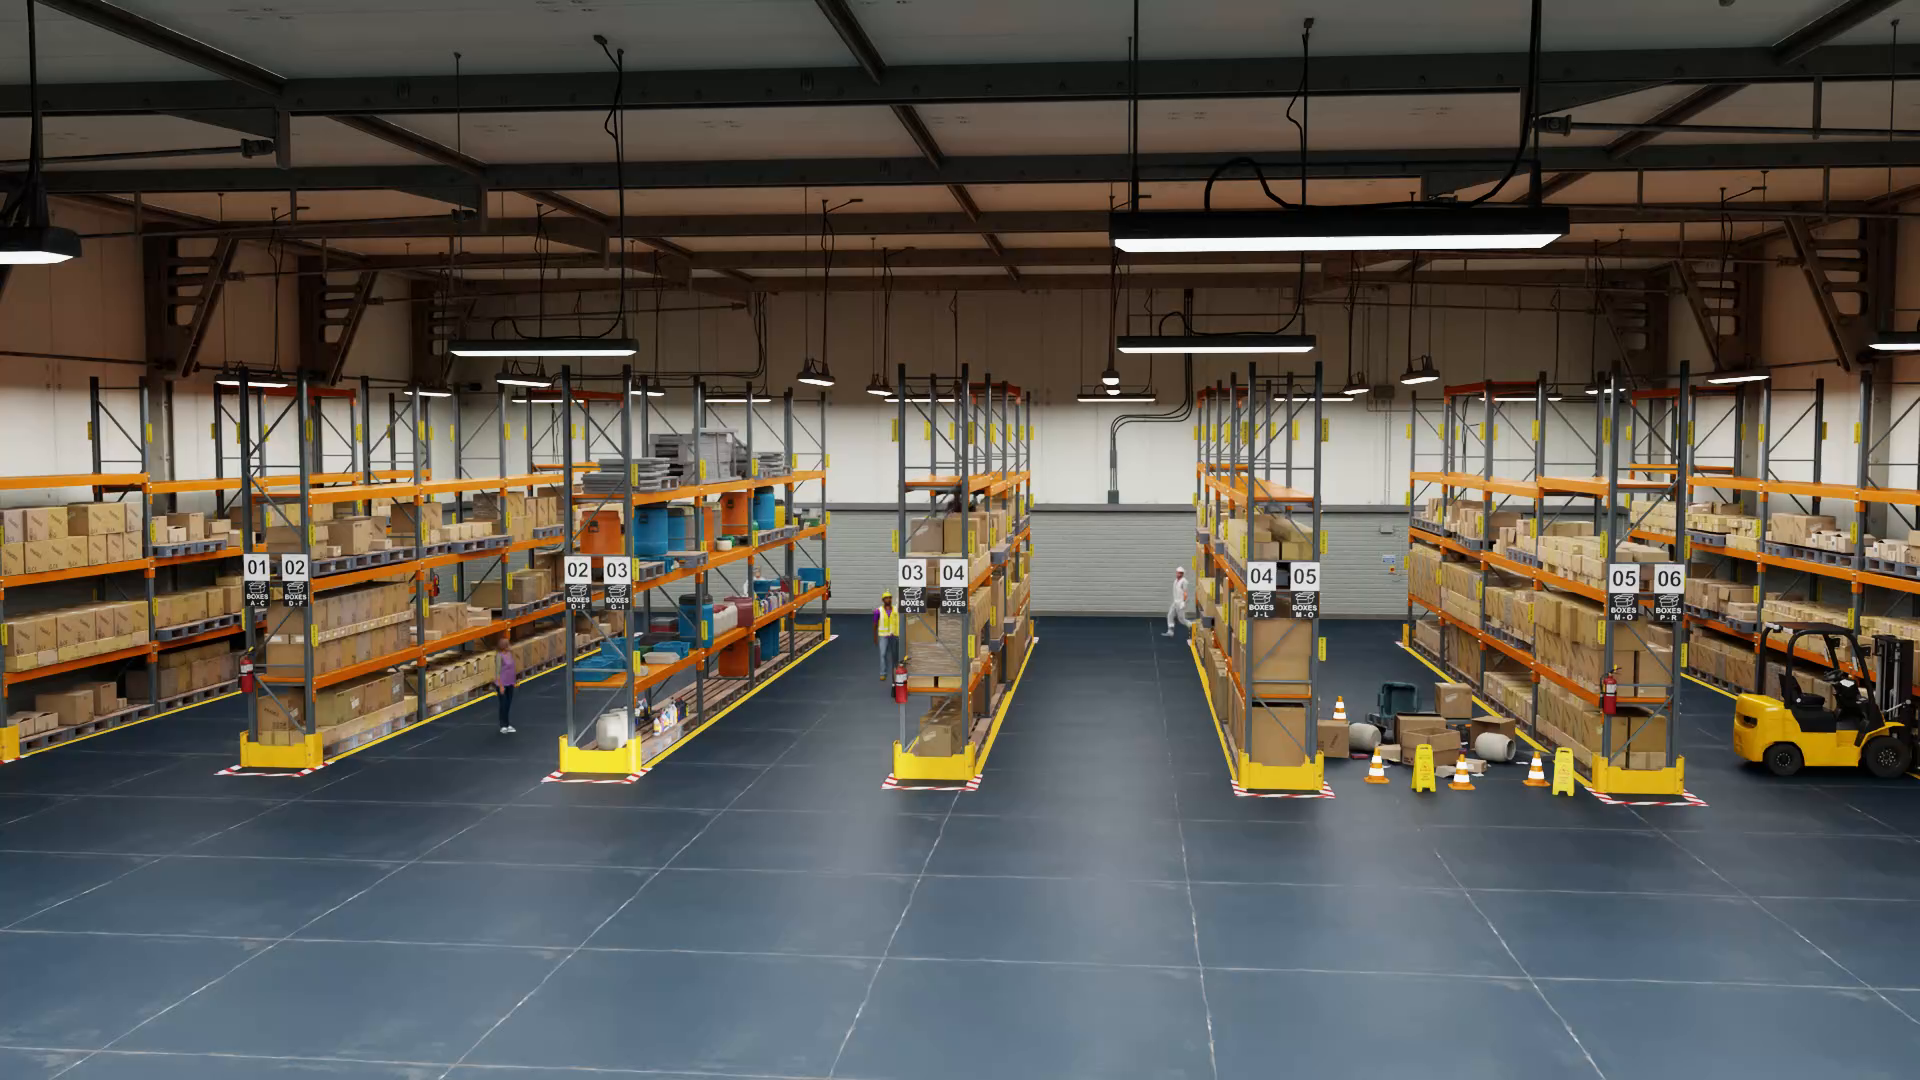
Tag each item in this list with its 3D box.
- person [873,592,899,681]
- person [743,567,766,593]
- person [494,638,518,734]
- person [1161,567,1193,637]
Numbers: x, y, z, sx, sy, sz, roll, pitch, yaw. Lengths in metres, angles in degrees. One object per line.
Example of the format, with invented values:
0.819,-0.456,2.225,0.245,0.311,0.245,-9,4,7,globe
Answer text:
-1.386,1.894,32.718,0.684,1.718,1.028,0,4,4,person
-5.058,1.518,41.377,0.659,1.744,0.783,0,4,-8,person
-7.593,2.426,27.748,0.366,1.601,0.474,2,4,26,person
5.392,1.525,40.523,0.939,1.744,0.662,0,4,0,person
